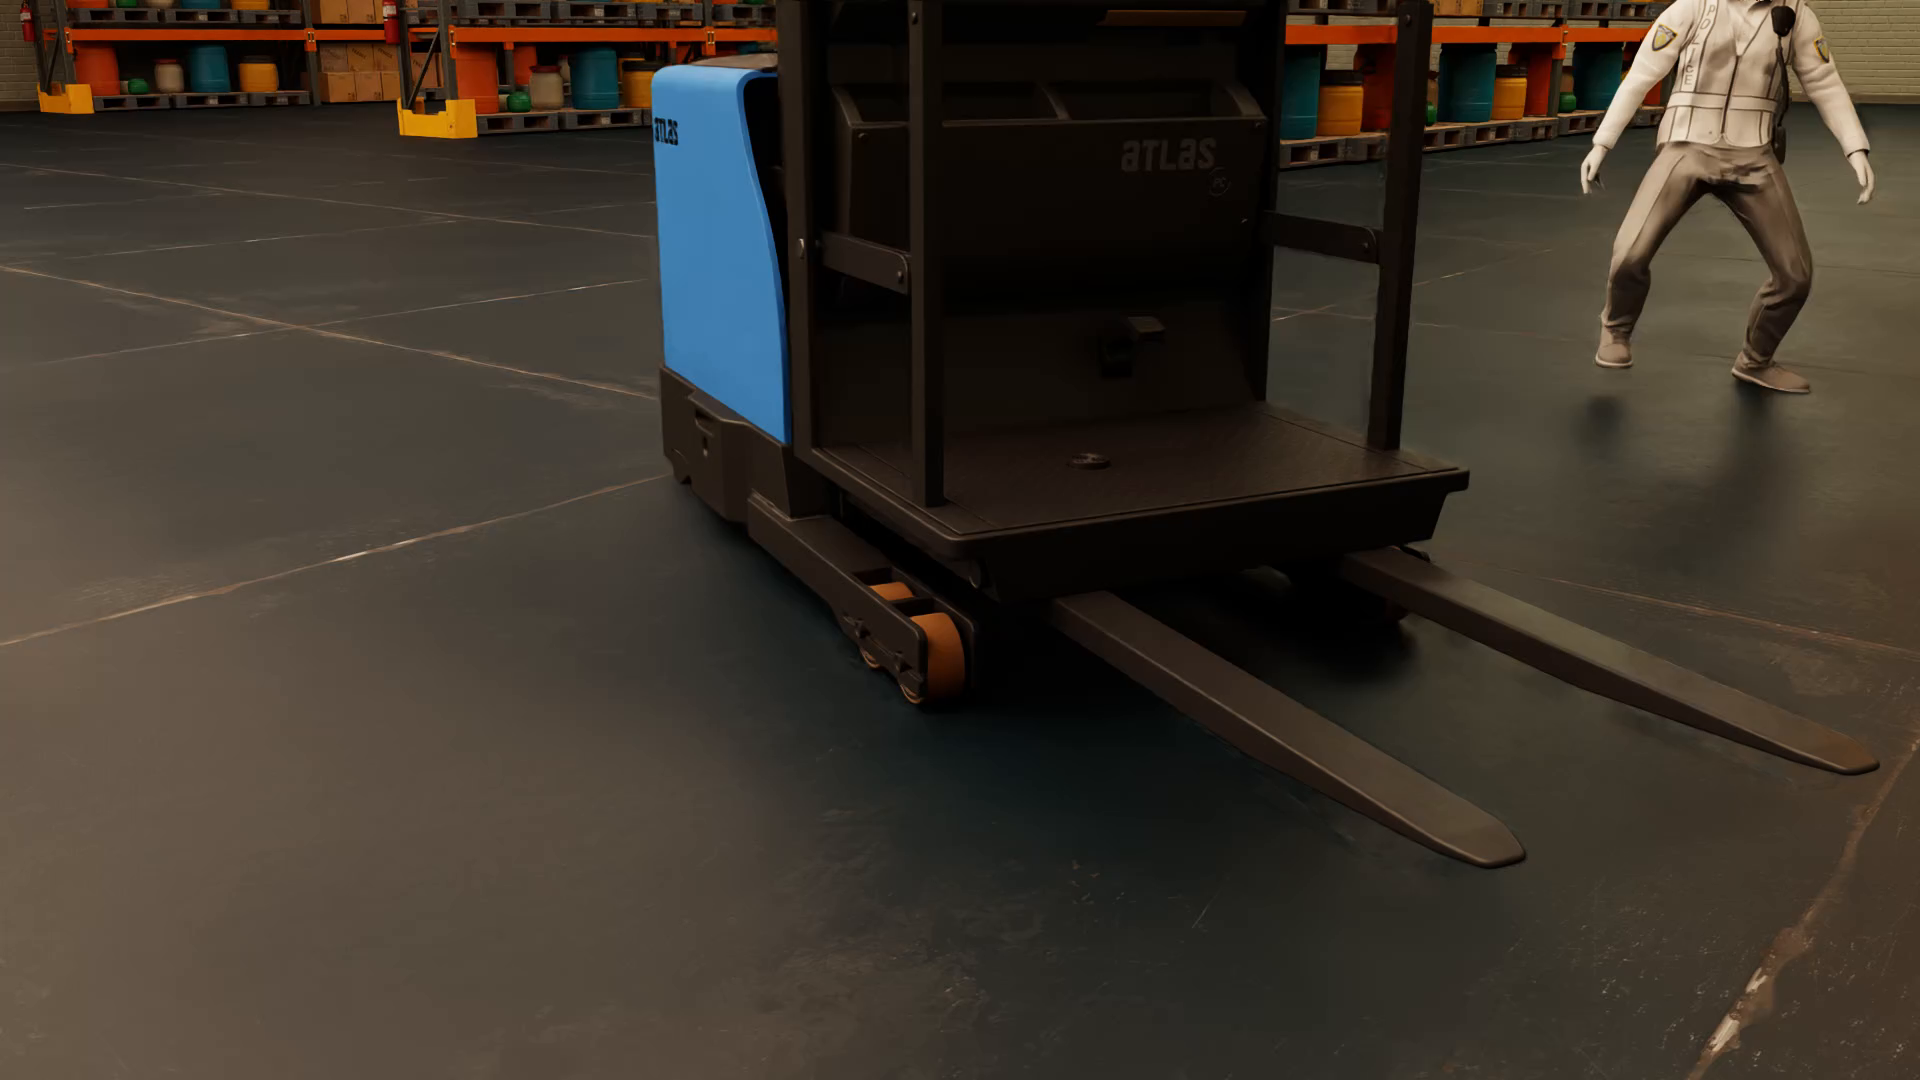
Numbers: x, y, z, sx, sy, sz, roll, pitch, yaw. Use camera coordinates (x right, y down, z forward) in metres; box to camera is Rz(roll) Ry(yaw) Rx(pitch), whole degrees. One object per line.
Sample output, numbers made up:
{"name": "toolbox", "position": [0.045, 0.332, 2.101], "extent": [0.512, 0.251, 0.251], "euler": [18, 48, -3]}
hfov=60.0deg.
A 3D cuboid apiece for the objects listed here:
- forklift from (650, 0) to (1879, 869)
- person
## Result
{"name": "forklift", "position": [0.280, -1.251, 3.017], "extent": [1.130, 2.935, 3.031], "euler": [-8, 18, -24]}
{"name": "person", "position": [2.473, -1.239, 5.387], "extent": [0.855, 1.564, 0.571], "euler": [5, 18, 17]}
